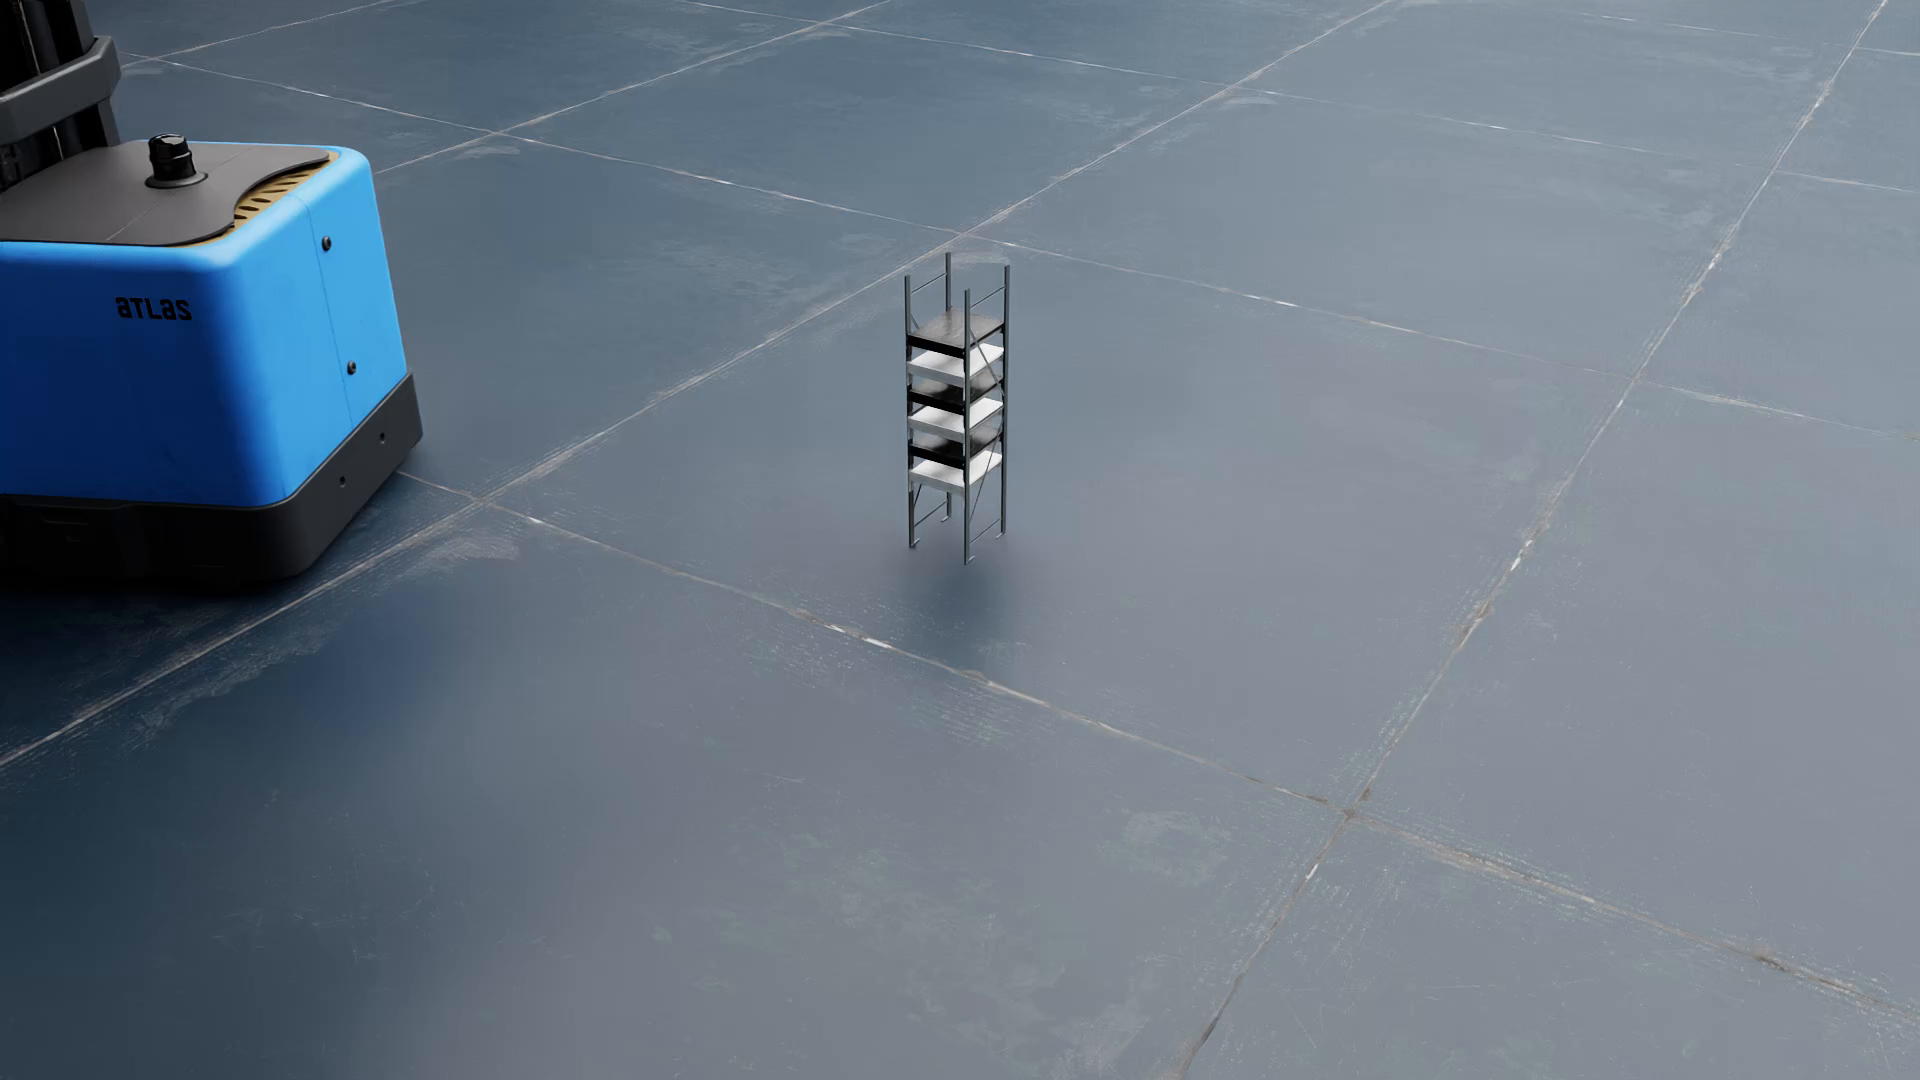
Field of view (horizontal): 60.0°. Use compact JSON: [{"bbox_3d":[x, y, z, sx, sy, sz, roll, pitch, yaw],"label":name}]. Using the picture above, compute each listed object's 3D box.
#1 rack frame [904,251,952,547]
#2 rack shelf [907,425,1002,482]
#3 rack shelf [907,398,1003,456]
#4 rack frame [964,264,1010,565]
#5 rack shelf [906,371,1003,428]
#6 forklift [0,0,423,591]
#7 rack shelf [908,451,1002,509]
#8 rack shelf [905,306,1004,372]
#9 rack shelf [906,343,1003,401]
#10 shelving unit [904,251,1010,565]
[{"bbox_3d":[-0.093,-0.418,5.074,0.006,0.900,0.240,18,35,27],"label":"rack frame"},{"bbox_3d":[-0.007,-0.284,5.089,0.200,0.077,0.258,18,35,27],"label":"rack shelf"},{"bbox_3d":[-0.007,-0.362,5.044,0.200,0.077,0.258,18,35,27],"label":"rack shelf"},{"bbox_3d":[0.079,-0.364,4.980,0.006,0.900,0.240,18,35,27],"label":"rack frame"},{"bbox_3d":[-0.007,-0.440,4.998,0.200,0.077,0.258,18,35,27],"label":"rack shelf"},{"bbox_3d":[-3.399,-1.425,4.784,3.031,2.935,1.130,3,30,5],"label":"forklift"},{"bbox_3d":[-0.007,-0.207,5.134,0.200,0.077,0.258,18,35,27],"label":"rack shelf"},{"bbox_3d":[-0.007,-0.595,4.908,0.200,0.077,0.258,18,35,27],"label":"rack shelf"},{"bbox_3d":[-0.007,-0.518,4.953,0.200,0.077,0.258,18,35,27],"label":"rack shelf"},{"bbox_3d":[-0.007,-0.391,5.027,0.210,0.900,0.258,18,35,27],"label":"shelving unit"}]
